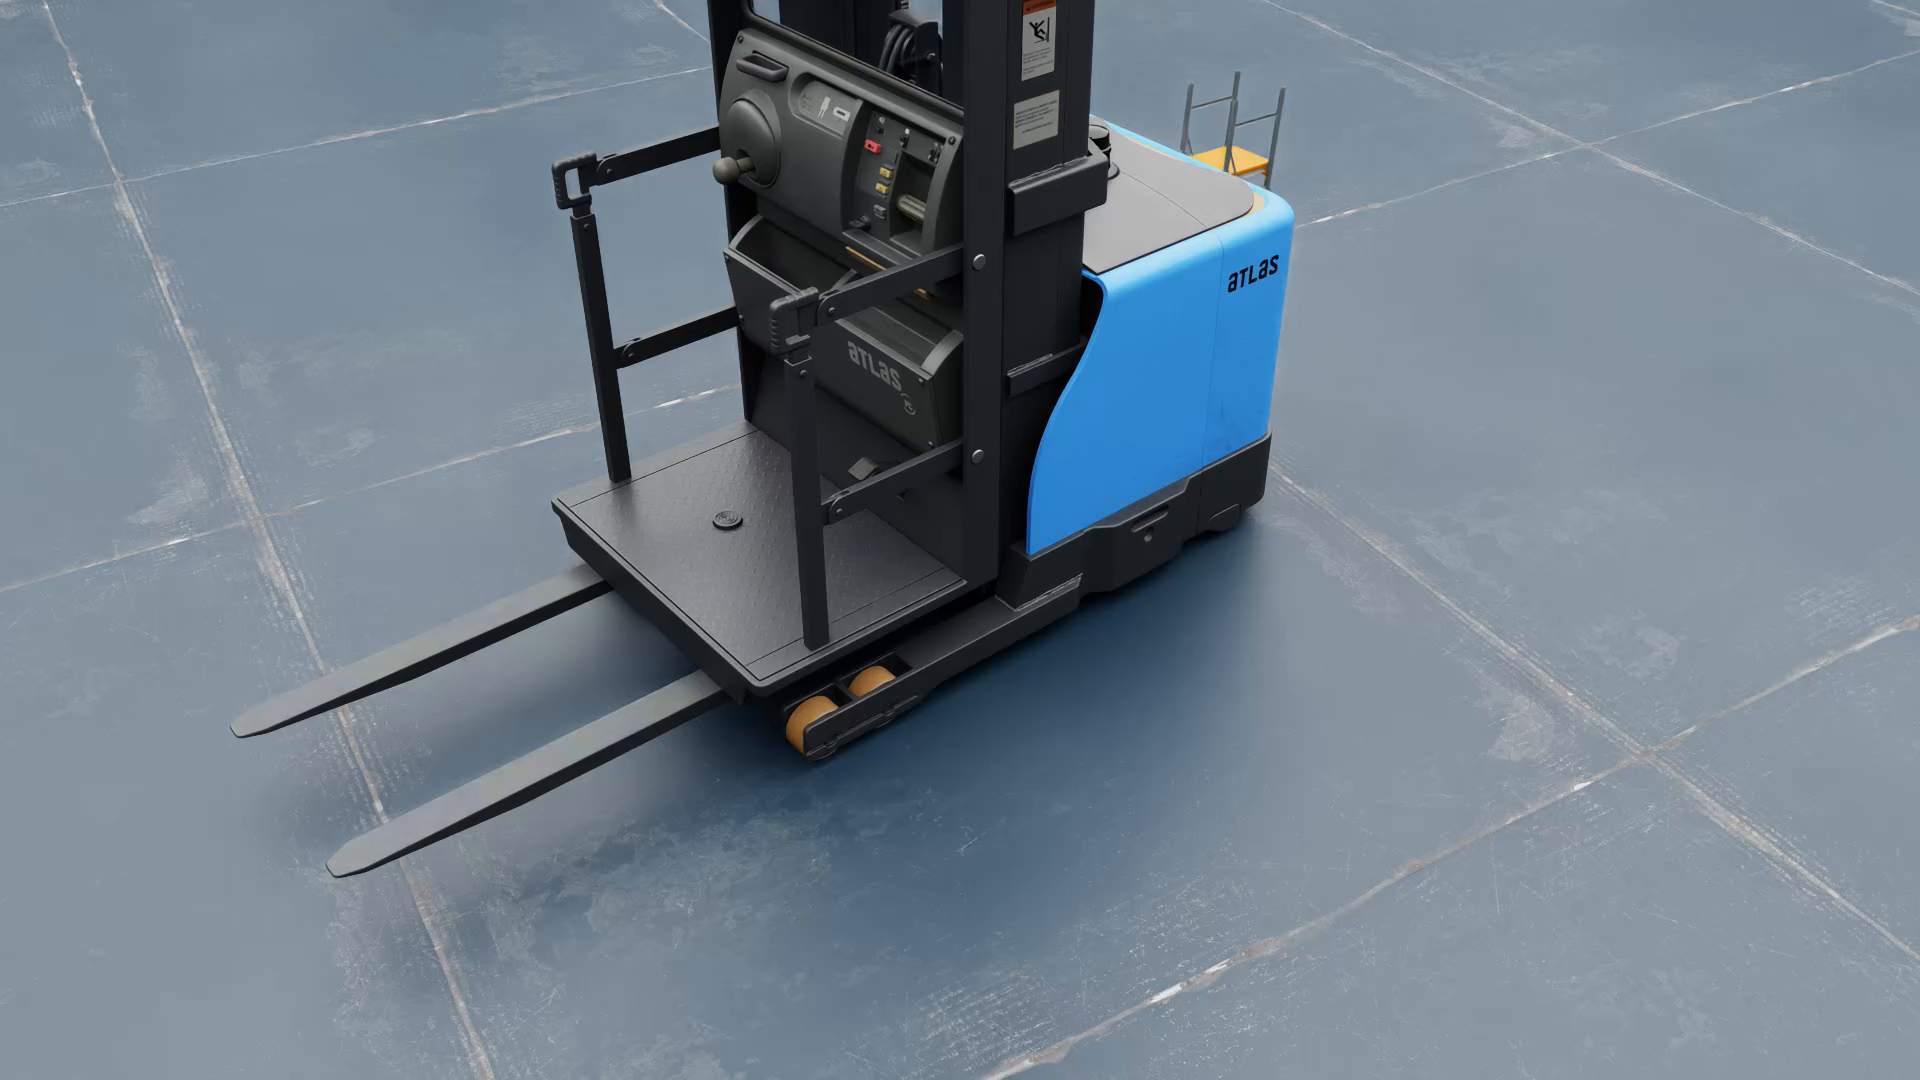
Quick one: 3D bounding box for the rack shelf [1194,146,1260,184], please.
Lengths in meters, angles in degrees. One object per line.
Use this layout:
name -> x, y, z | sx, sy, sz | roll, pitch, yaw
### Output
rack shelf -> 0.795, -1.137, 5.254 | 0.258, 0.103, 0.180 | -27, 44, -32

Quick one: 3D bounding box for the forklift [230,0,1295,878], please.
forklift -> -0.480, -0.950, 4.065 | 3.031, 2.935, 1.130 | -26, 43, -31

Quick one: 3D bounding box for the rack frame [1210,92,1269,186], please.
rack frame -> 0.855, -0.841, 5.384 | 0.240, 1.200, 0.006 | -27, 44, -32

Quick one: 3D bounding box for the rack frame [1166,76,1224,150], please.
rack frame -> 0.735, -0.922, 5.496 | 0.240, 1.200, 0.006 | -27, 44, -32

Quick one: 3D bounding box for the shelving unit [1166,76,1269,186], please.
shelving unit -> 0.795, -0.882, 5.440 | 0.258, 1.200, 0.189 | -27, 44, -32
